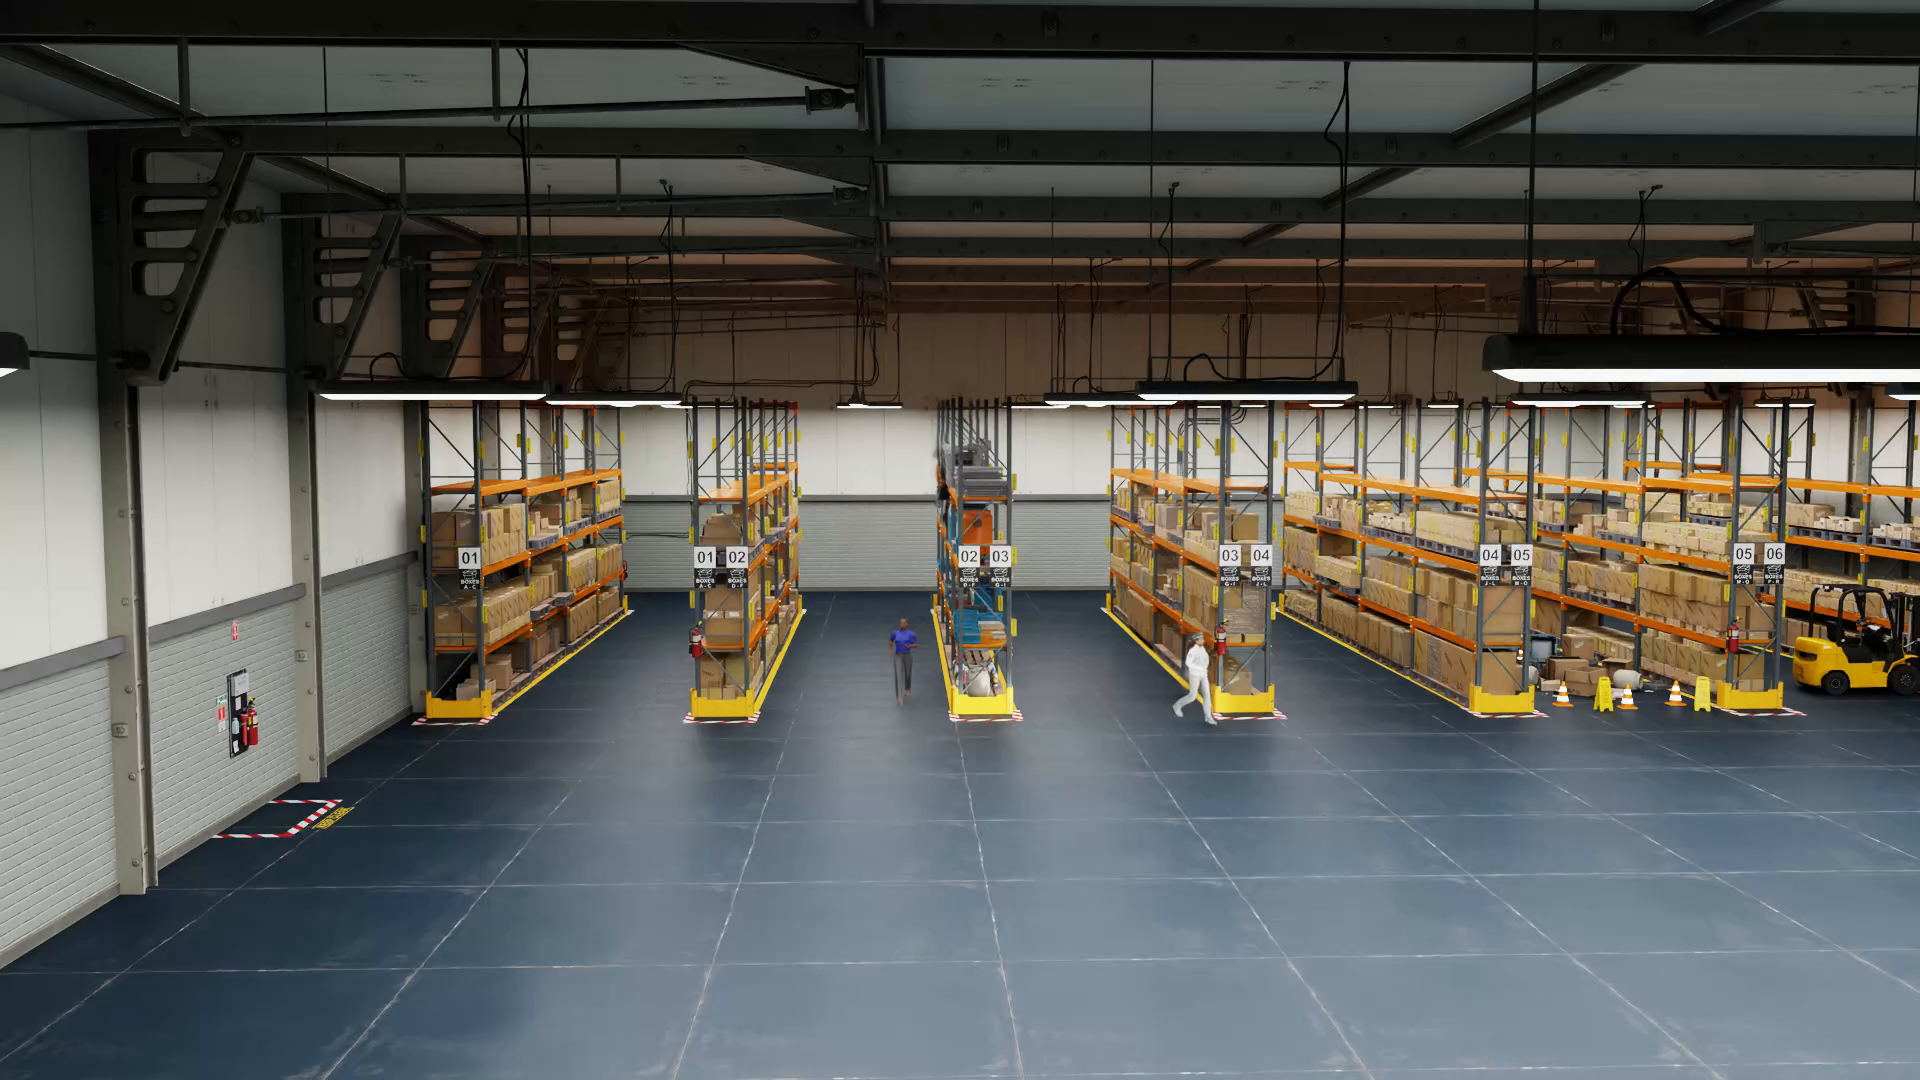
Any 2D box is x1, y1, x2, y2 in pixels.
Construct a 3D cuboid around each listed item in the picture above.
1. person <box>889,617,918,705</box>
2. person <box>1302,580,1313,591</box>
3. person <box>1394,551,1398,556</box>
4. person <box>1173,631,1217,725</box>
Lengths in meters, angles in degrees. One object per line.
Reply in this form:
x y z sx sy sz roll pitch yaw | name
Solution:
-1.117 2.346 32.710 0.572 1.660 0.926 0 4 1 | person
10.370 1.086 49.209 0.596 1.673 0.648 -1 5 -18 | person
13.033 1.079 49.160 0.857 1.719 0.562 0 4 -4 | person
4.373 2.515 30.589 0.944 1.692 0.651 4 6 43 | person
